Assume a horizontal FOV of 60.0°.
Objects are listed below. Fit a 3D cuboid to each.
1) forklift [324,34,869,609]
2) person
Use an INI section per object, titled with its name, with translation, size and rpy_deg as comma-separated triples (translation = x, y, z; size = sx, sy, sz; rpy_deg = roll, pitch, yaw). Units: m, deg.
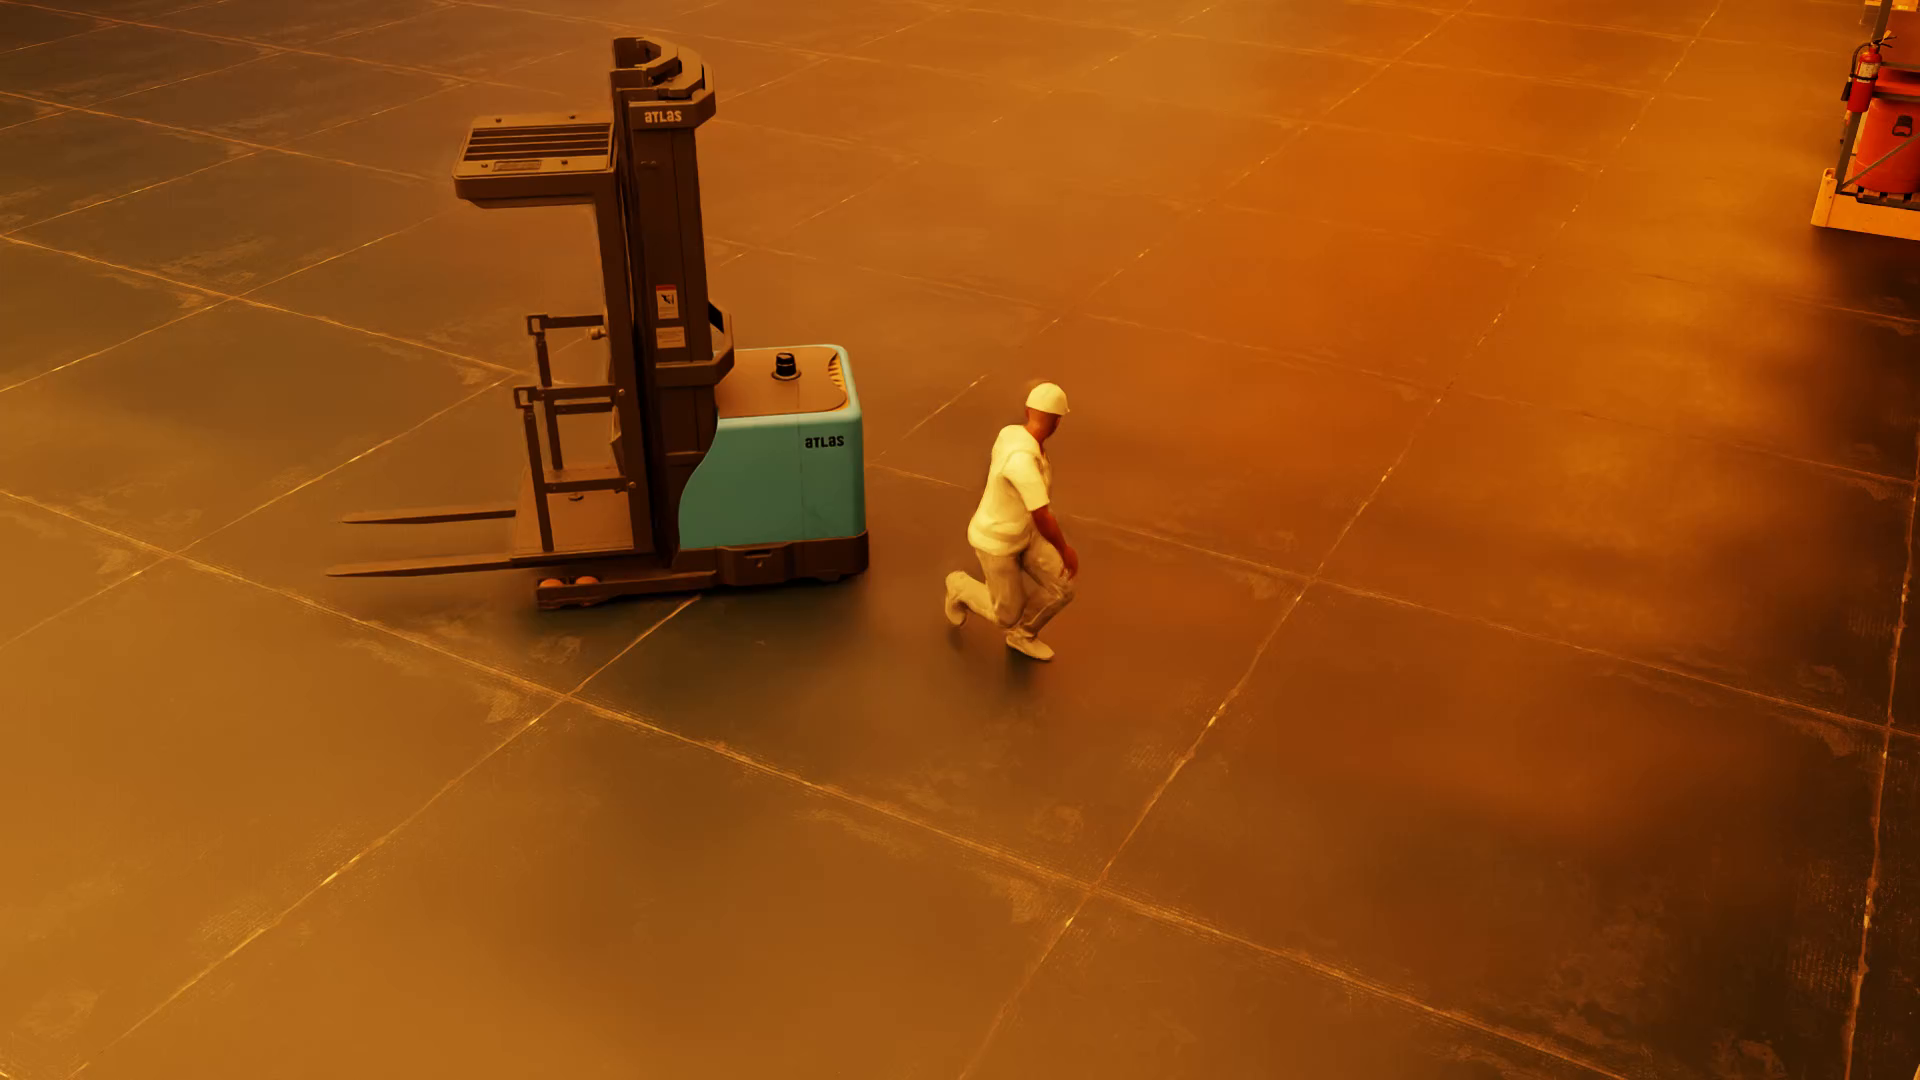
[forklift]
translation = -2.086, -1.165, 9.089
size = 3.031, 2.935, 1.130
rpy_deg = -4, 30, -8
[person]
translation = 0.300, -0.112, 8.697
size = 0.833, 1.542, 0.680
rpy_deg = 14, 33, 23
